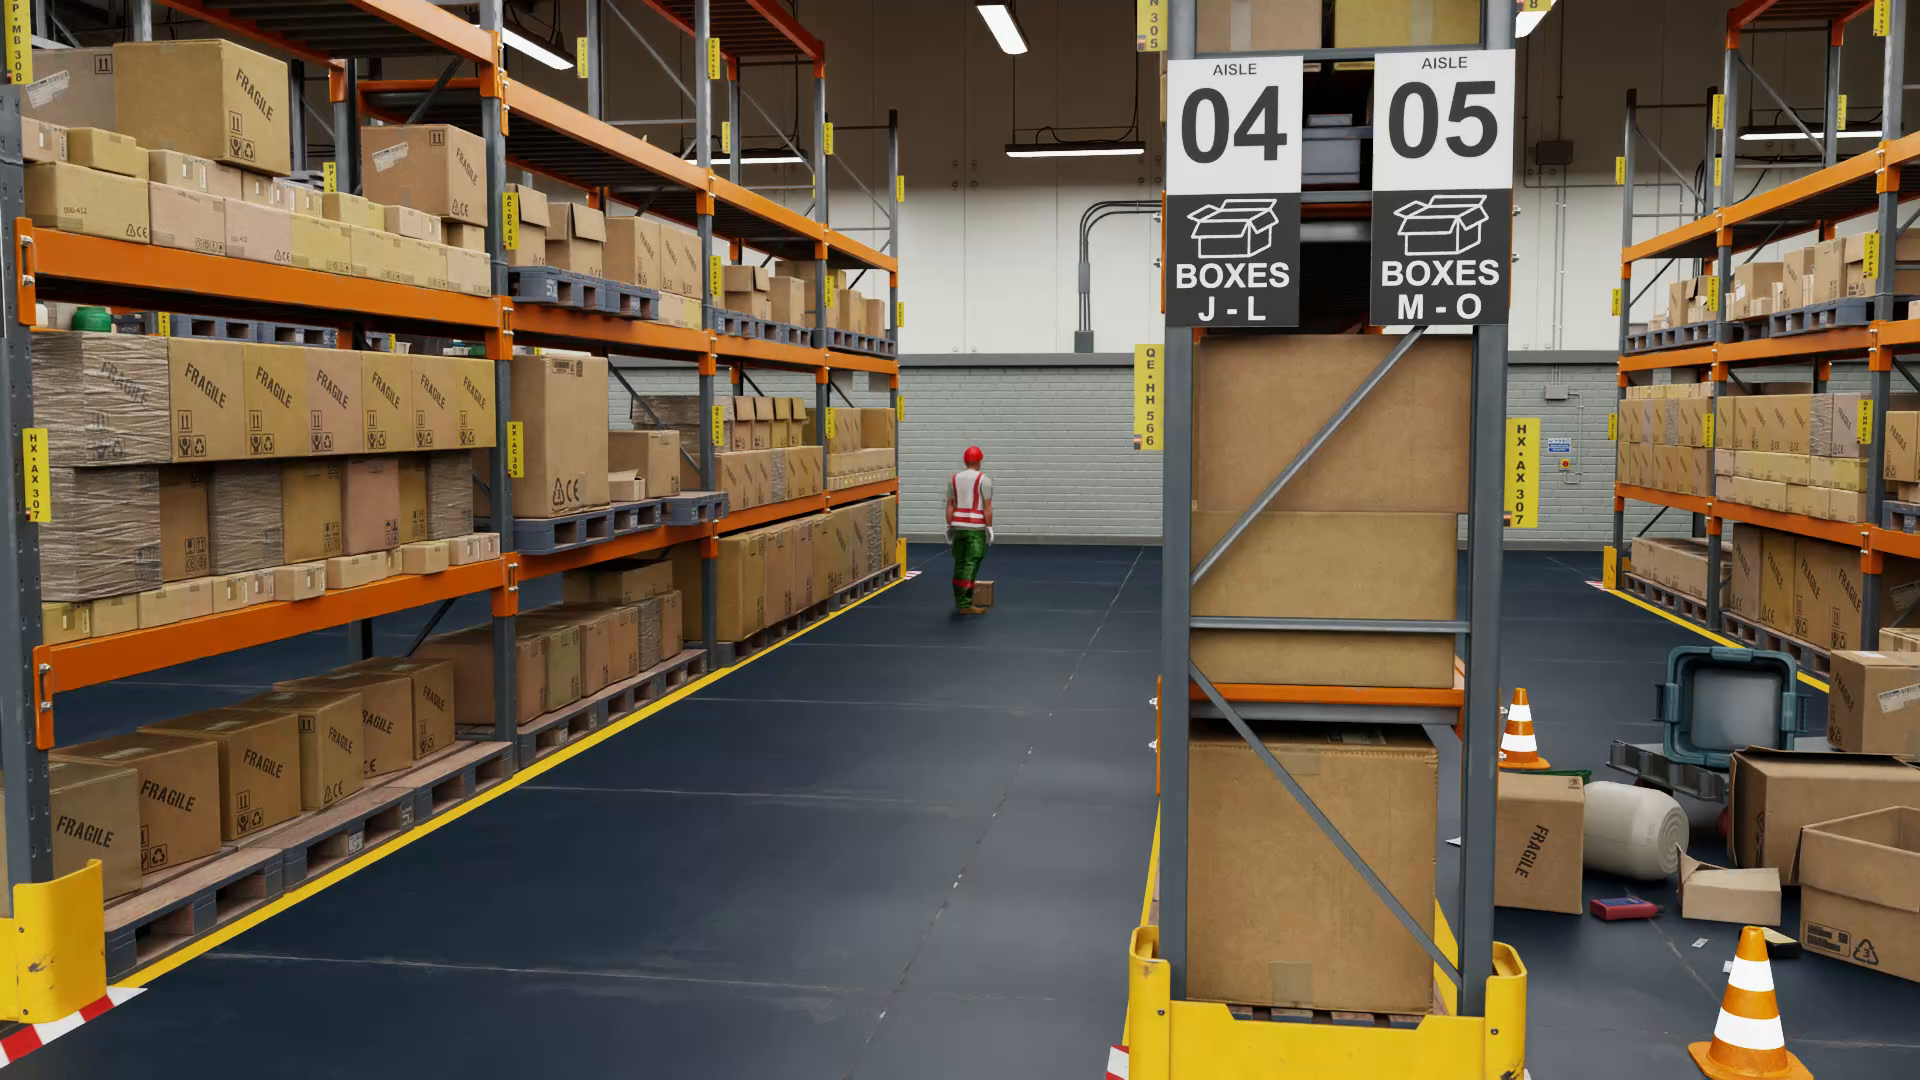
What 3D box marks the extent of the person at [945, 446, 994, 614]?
[{"bbox_3d":[0.107,-0.122,17.777,0.648,1.766,0.739,3,5,35],"label":"person"}]
